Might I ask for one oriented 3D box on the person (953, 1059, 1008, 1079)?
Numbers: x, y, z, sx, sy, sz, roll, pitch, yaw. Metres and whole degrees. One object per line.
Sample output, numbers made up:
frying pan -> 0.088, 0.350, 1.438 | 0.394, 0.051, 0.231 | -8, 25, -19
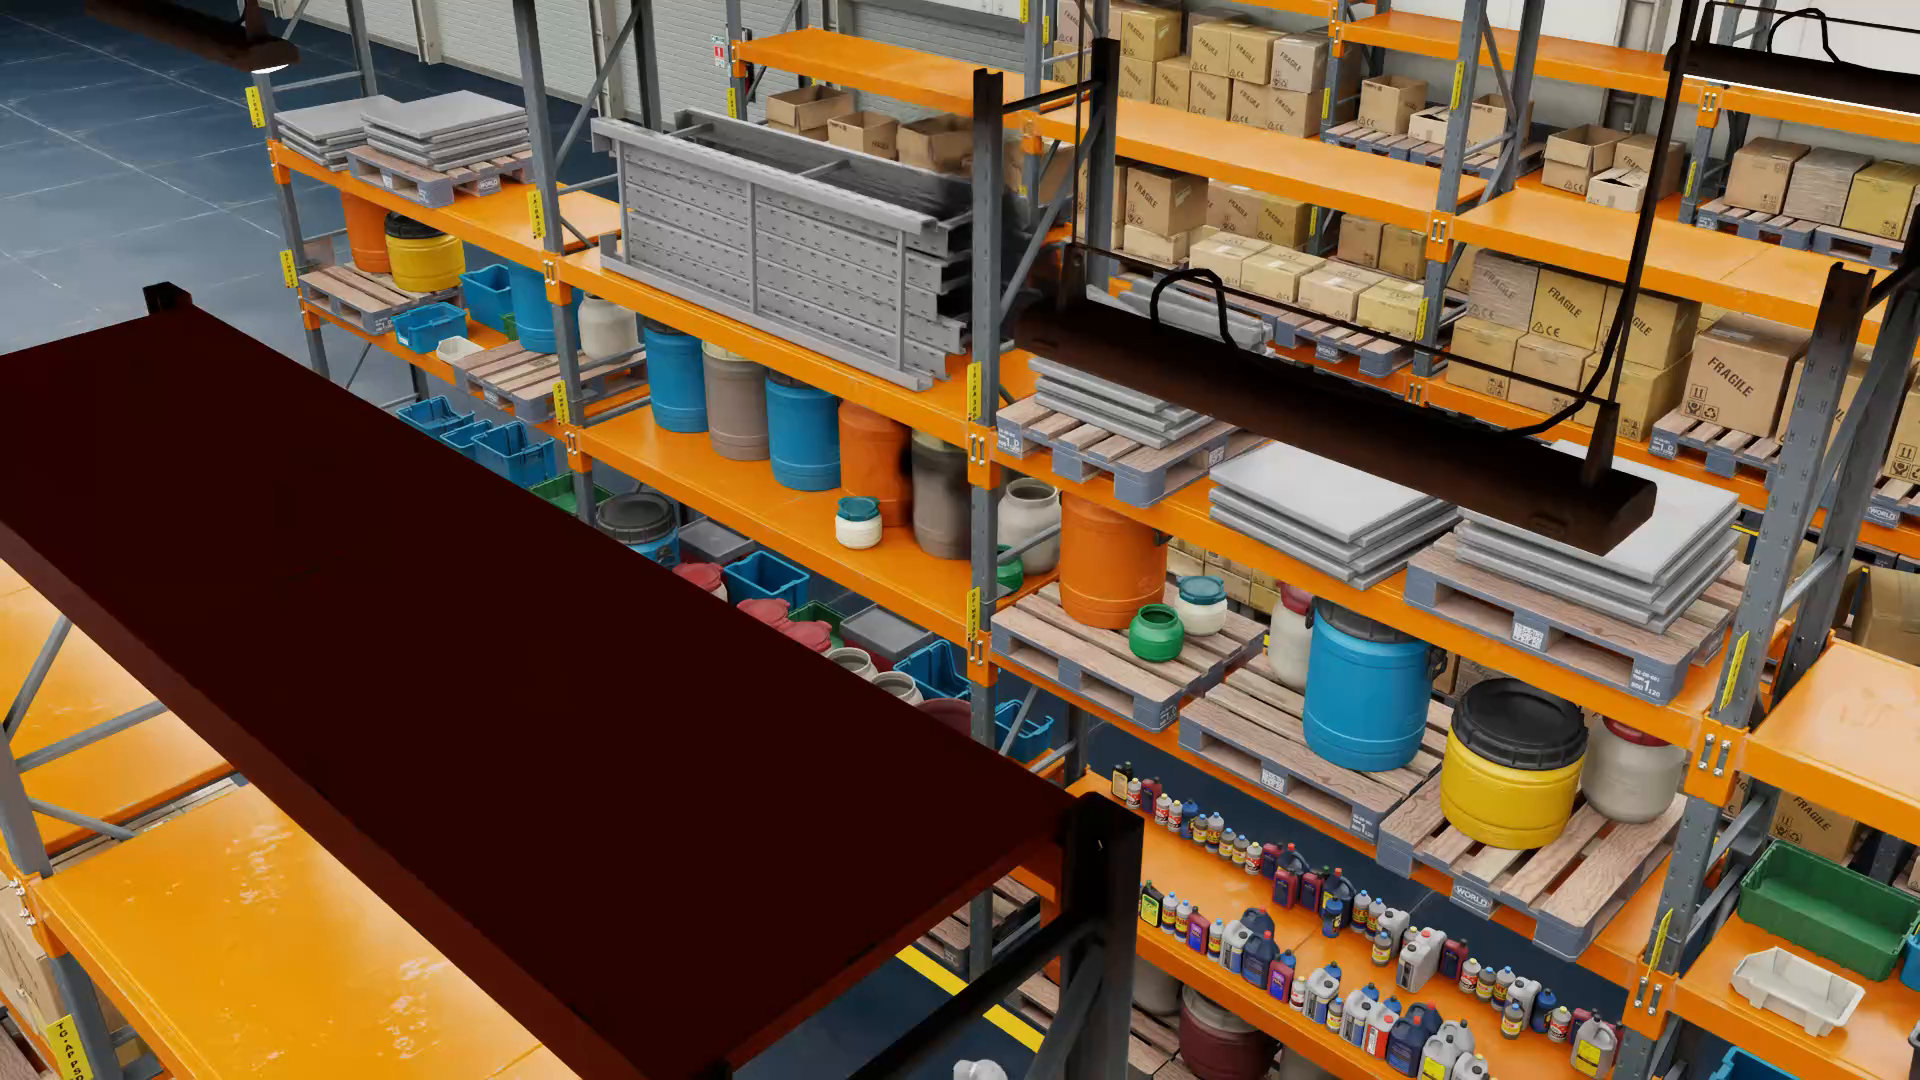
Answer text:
person -> 0.162, 3.286, 8.324 | 0.782, 1.726, 0.574 | 20, 35, 32
